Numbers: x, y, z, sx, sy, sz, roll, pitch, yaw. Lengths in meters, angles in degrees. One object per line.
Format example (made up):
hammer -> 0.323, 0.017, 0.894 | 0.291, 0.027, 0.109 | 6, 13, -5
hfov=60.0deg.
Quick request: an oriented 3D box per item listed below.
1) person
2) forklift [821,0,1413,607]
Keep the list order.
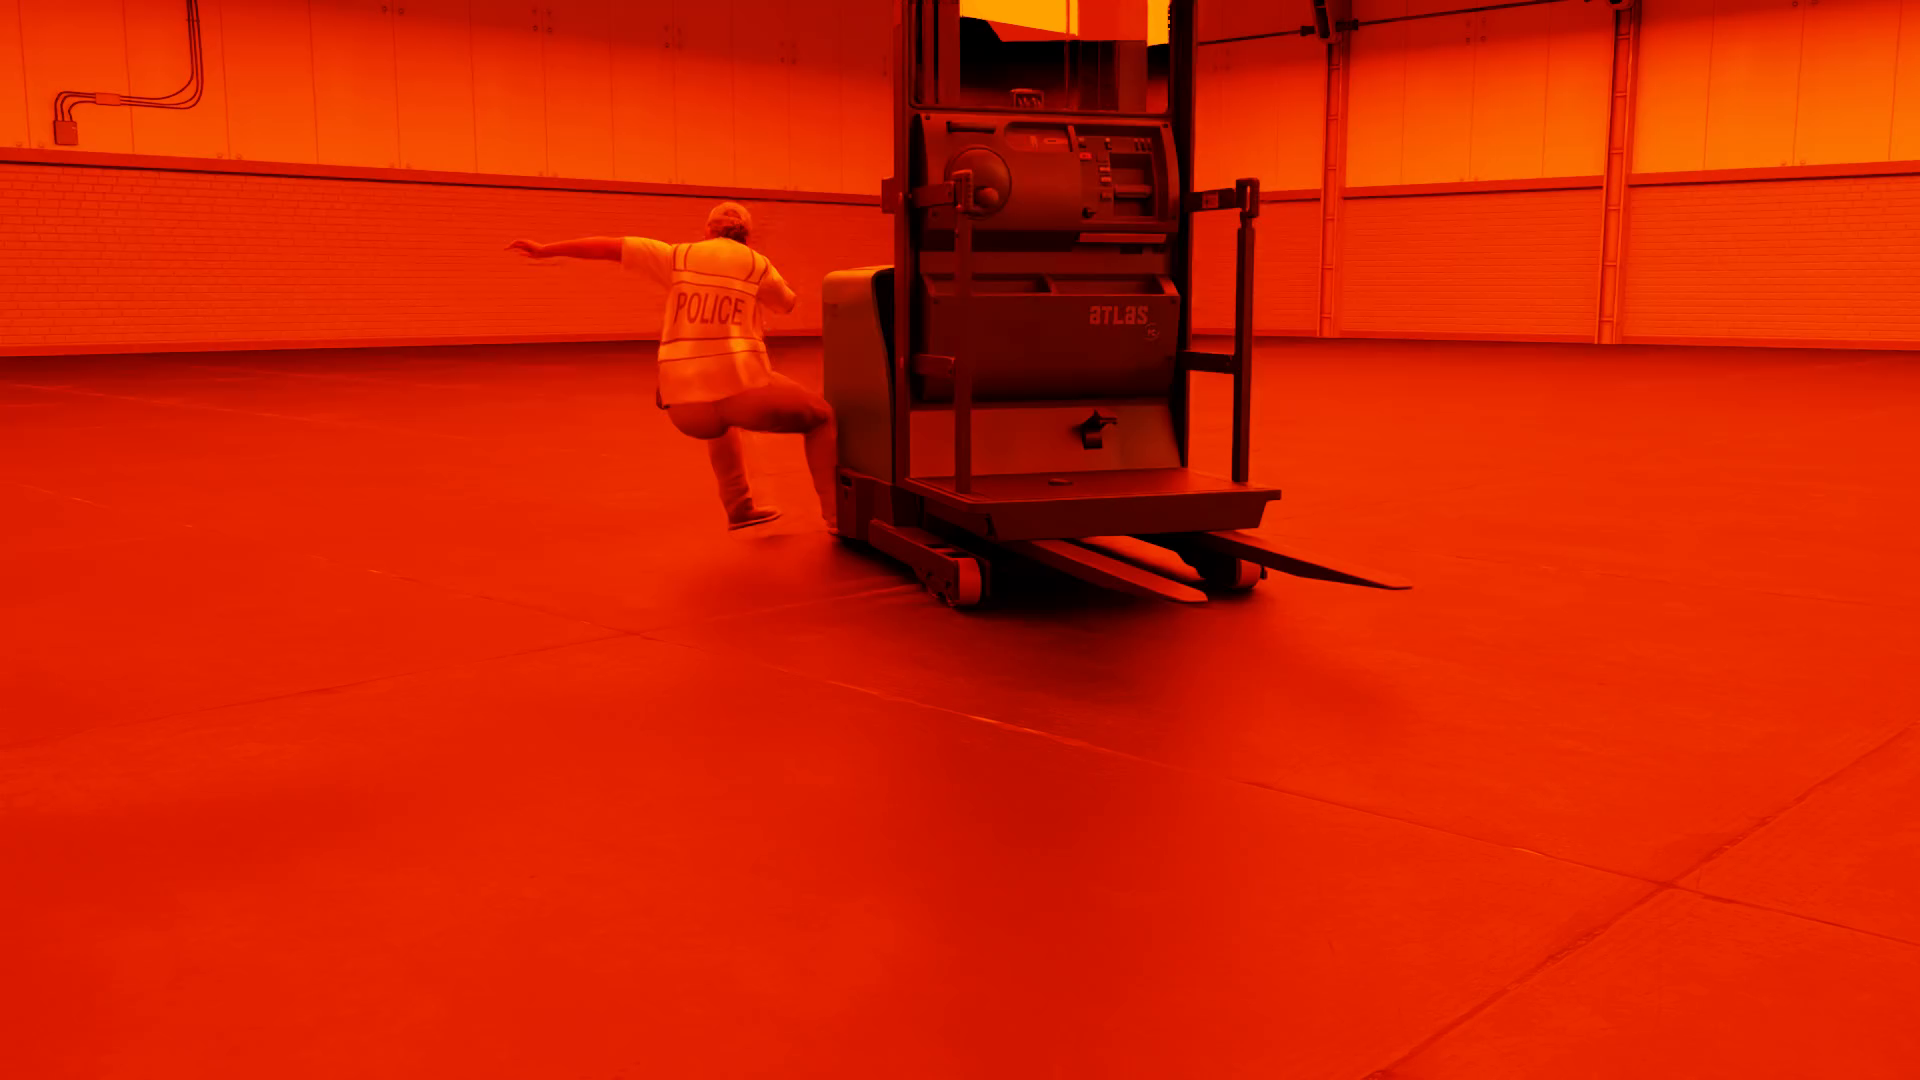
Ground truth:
person -> -1.022, -0.636, 6.516 | 1.418, 1.360, 0.721 | 0, 9, 2
forklift -> 0.387, -1.302, 5.519 | 1.130, 2.935, 3.031 | -3, 9, -19
